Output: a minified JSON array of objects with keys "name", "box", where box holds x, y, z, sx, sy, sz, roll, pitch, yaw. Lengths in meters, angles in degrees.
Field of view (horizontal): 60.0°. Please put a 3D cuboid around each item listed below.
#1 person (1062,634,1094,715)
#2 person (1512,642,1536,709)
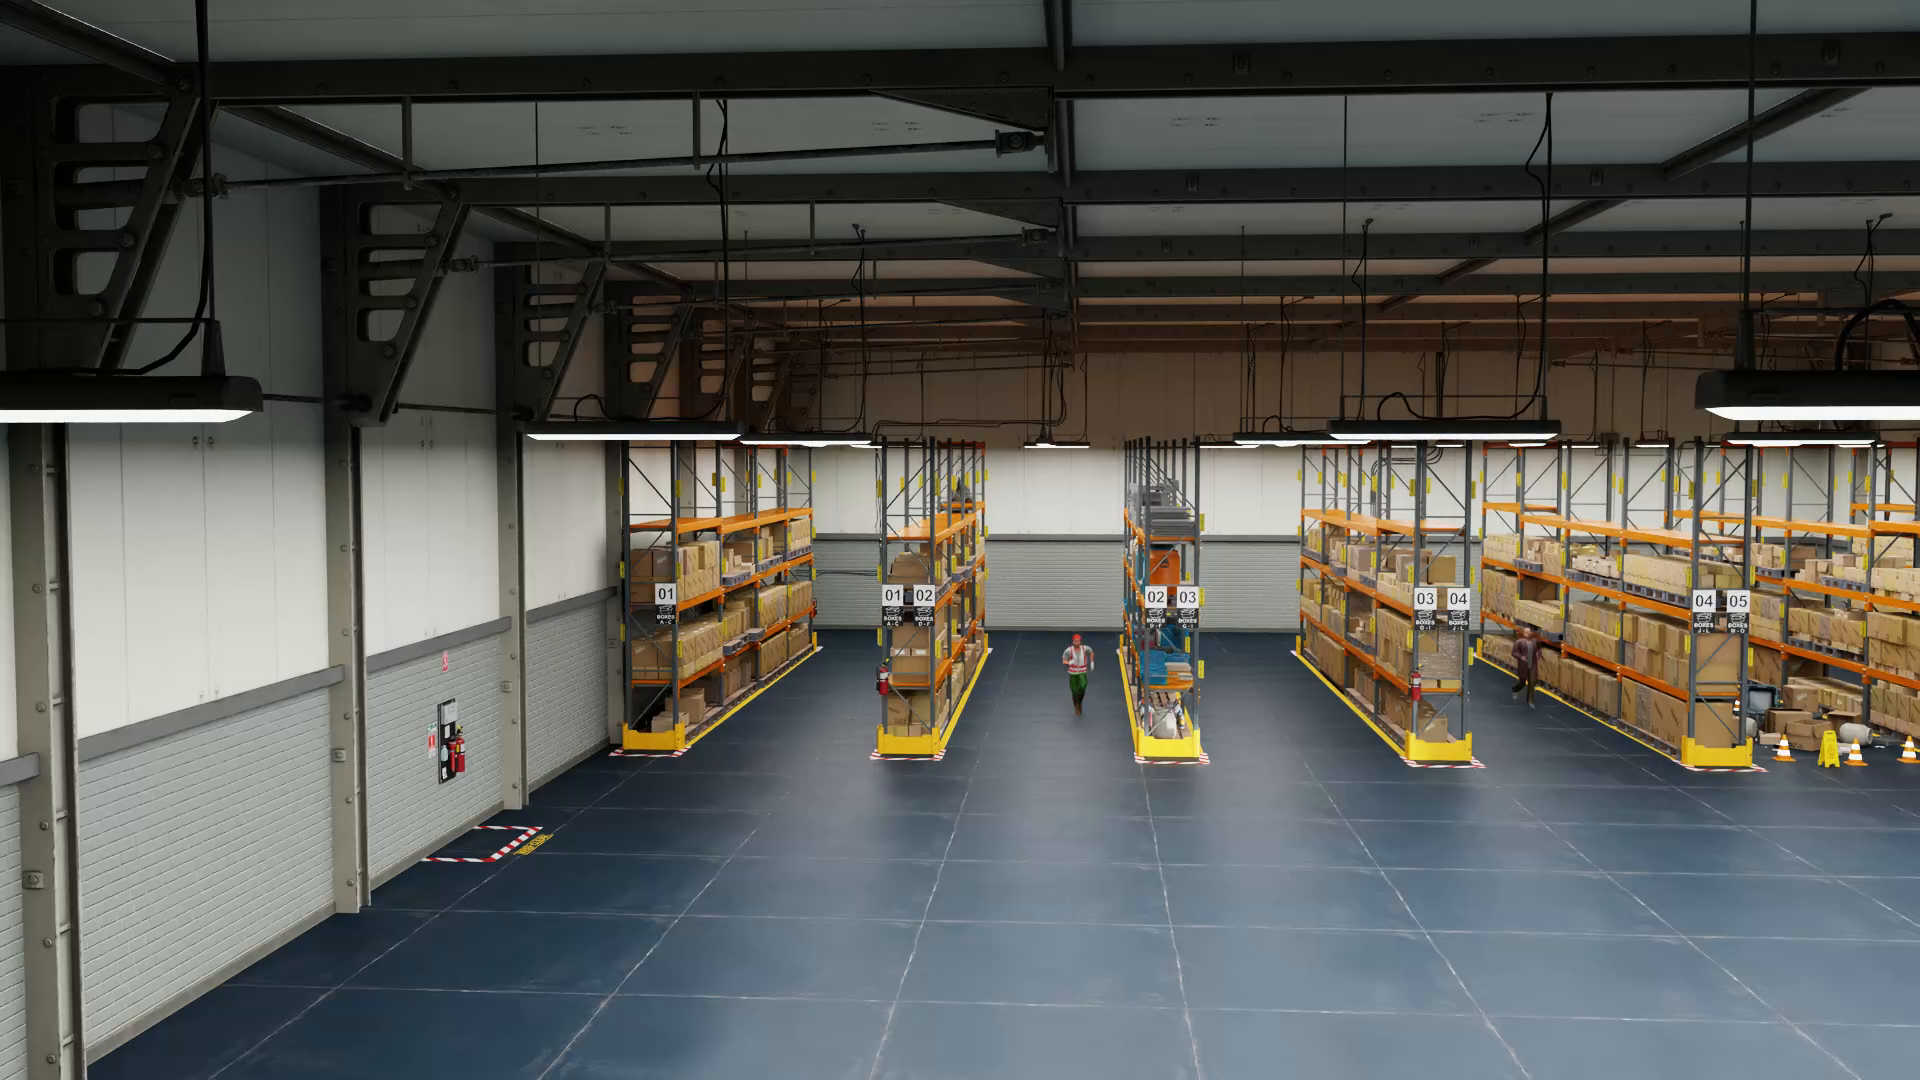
[{"name":"person","box":[2.559,2.897,36.033,0.696,1.751,0.678,0,3,0]},{"name":"person","box":[12.711,2.973,37.304,0.625,1.536,0.981,0,3,3]}]
